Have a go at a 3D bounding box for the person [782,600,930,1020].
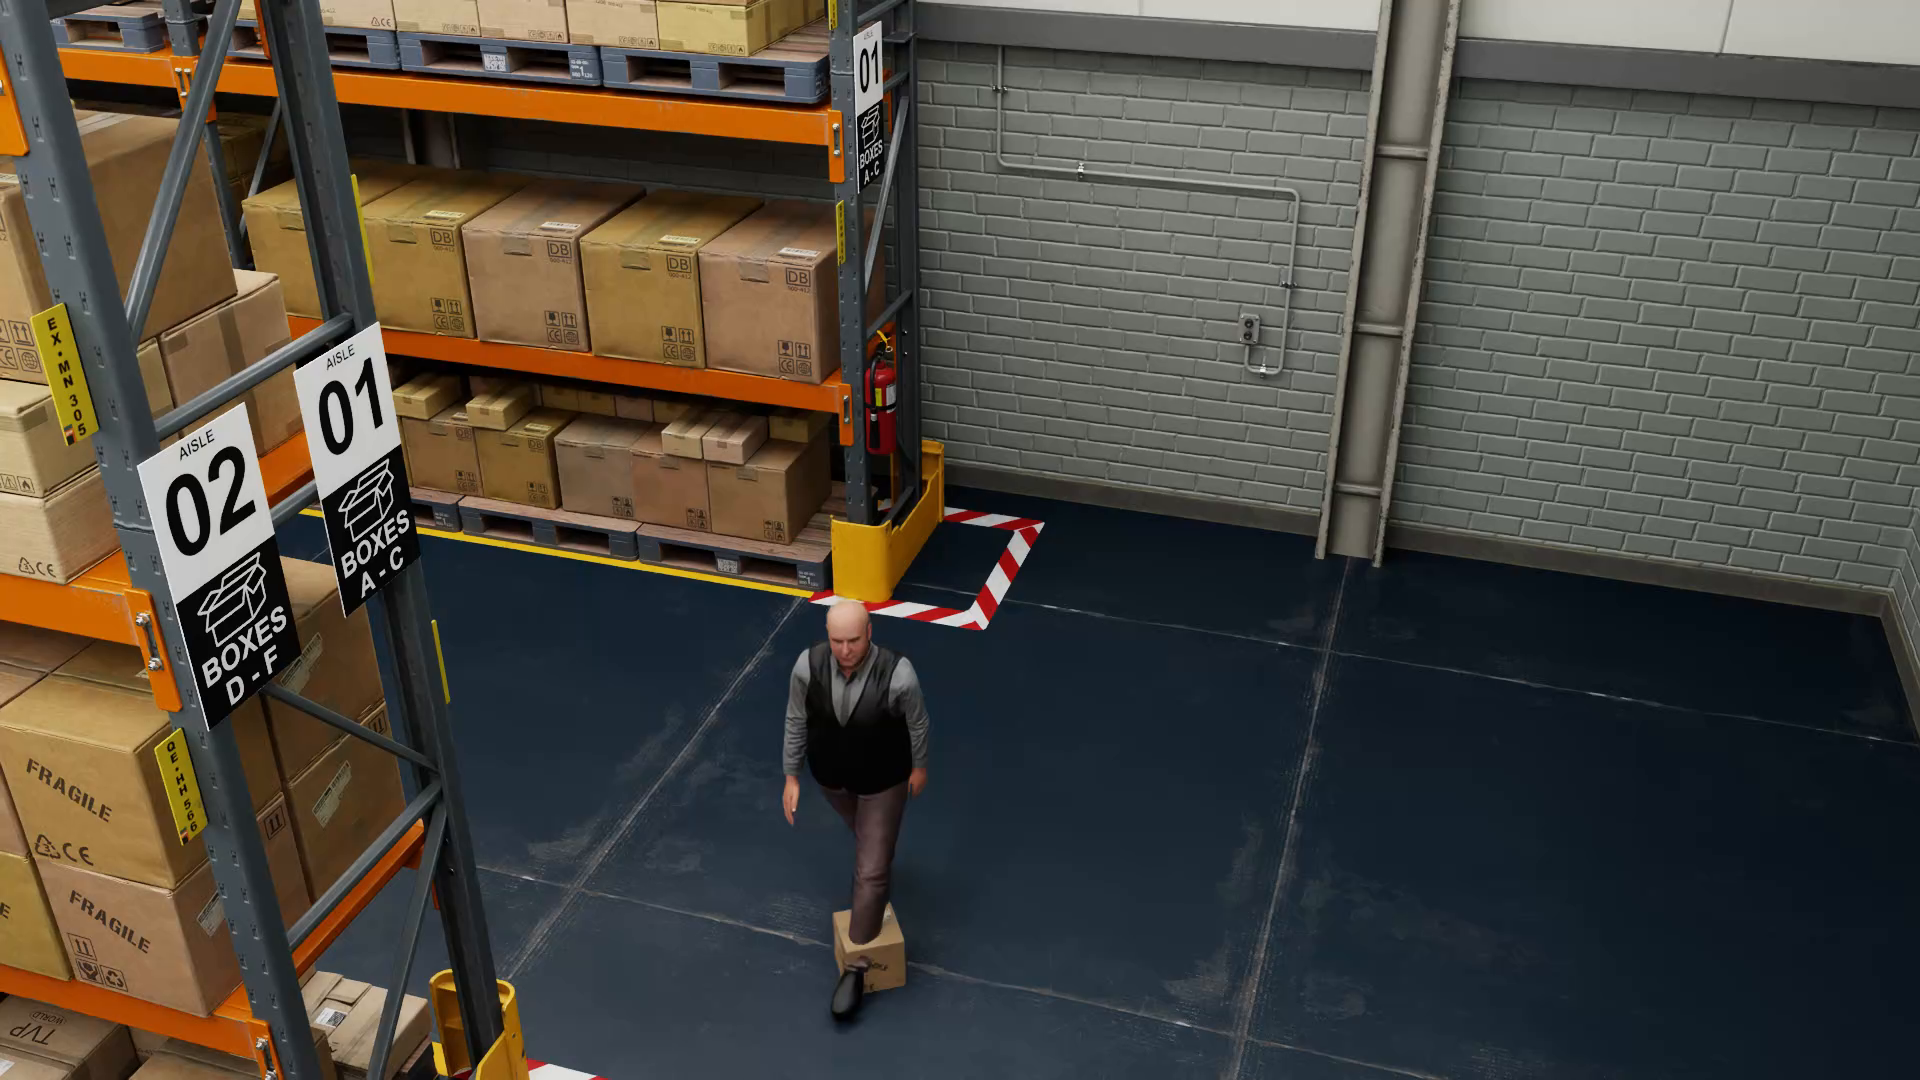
[{"bbox_3d":[-0.430,0.966,6.784,0.556,1.667,1.045,10,30,17],"label":"person"}]
